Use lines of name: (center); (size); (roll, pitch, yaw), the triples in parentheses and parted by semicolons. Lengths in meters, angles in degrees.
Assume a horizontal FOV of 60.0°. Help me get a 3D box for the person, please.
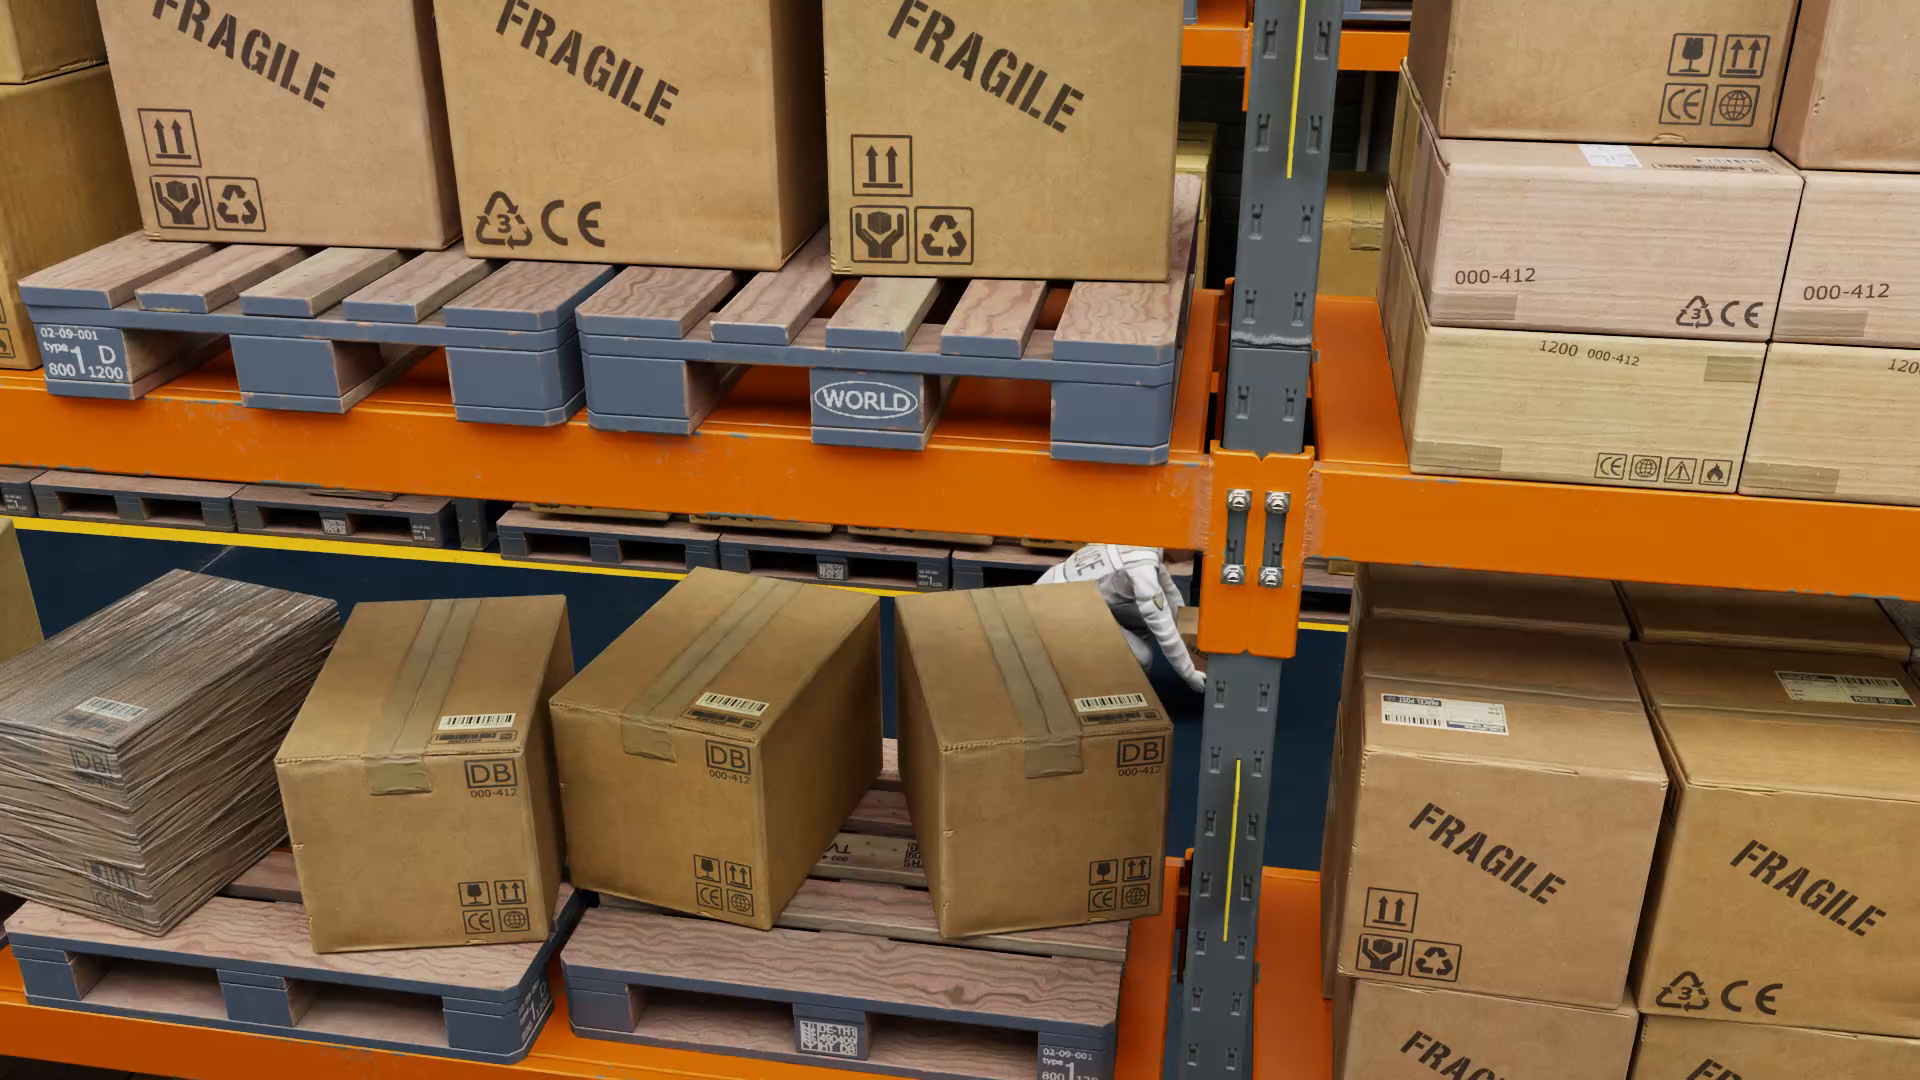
person: (0.719, 0.289, 7.314); (0.825, 0.974, 0.490); (4, 25, 8)
